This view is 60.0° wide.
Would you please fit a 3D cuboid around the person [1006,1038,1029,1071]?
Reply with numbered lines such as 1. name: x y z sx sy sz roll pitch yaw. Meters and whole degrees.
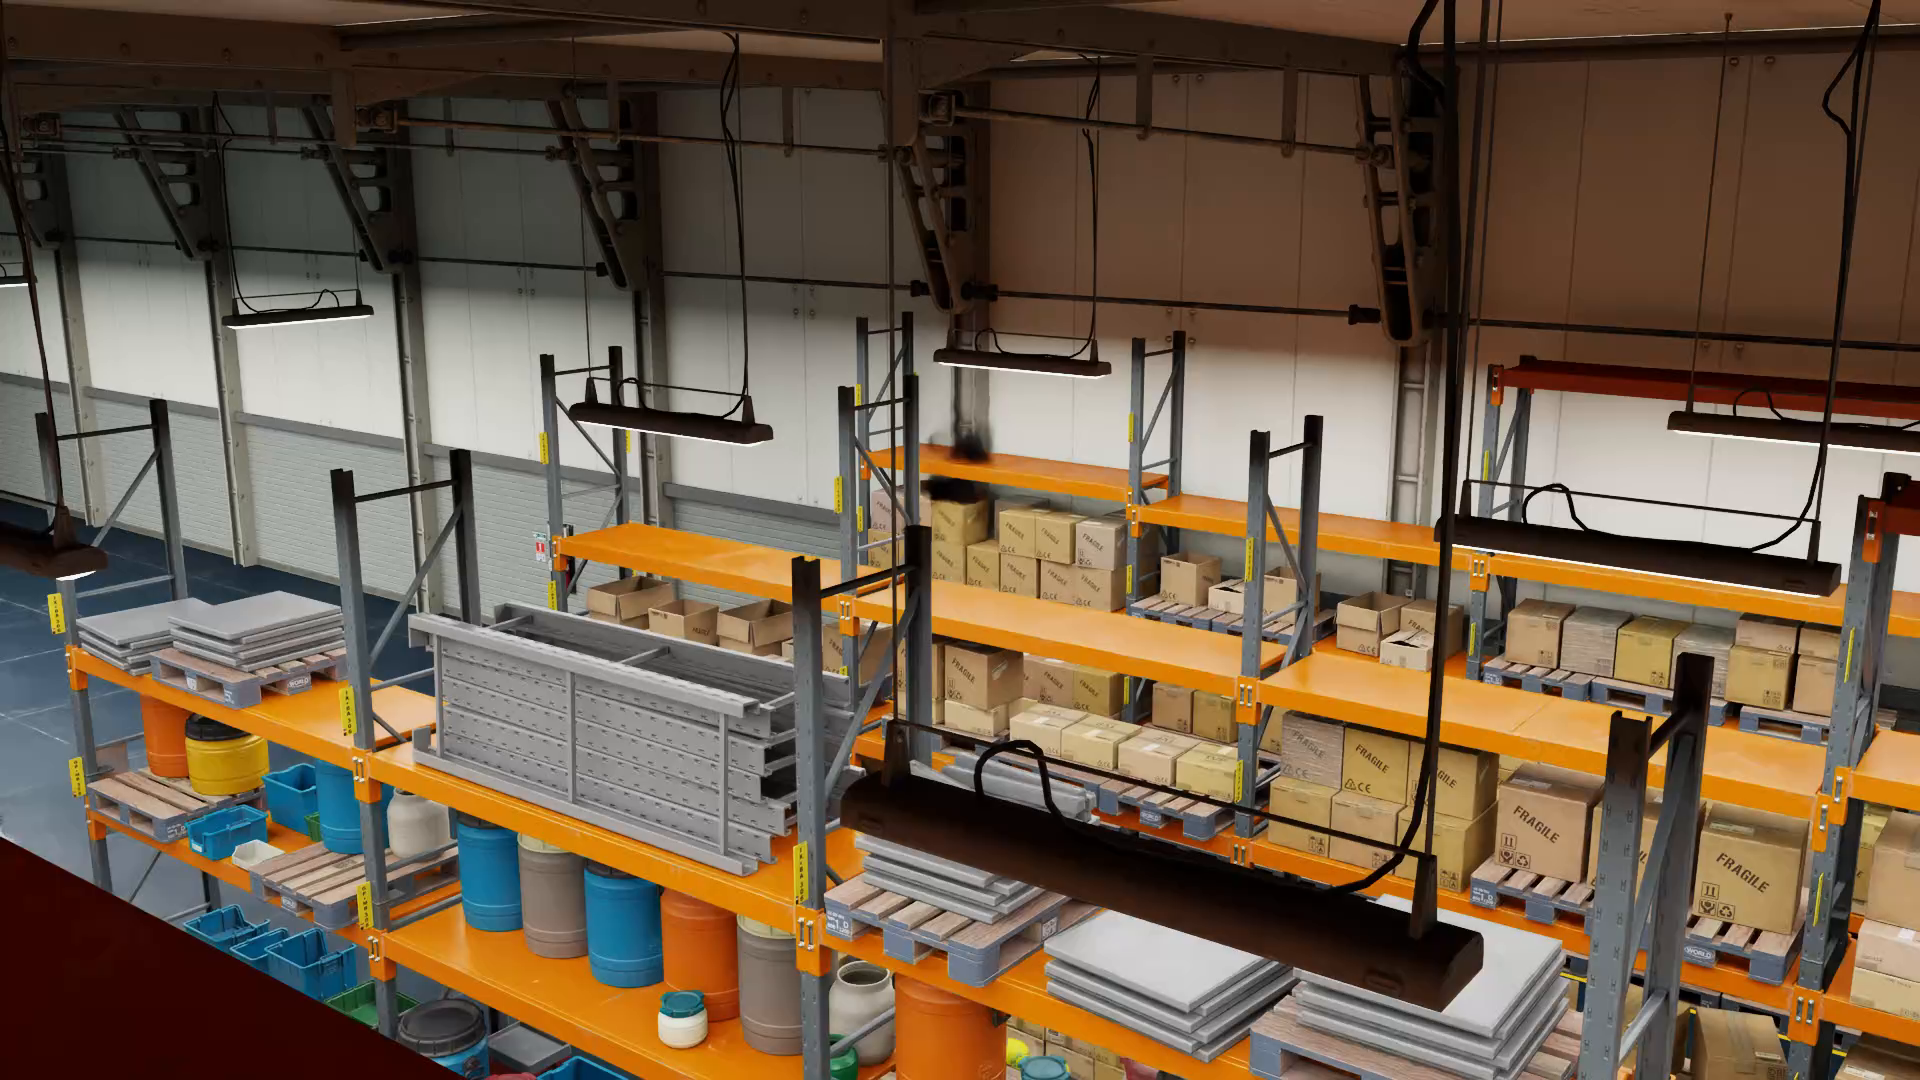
1. person: 0.351 4.454 12.181 0.728 1.801 0.670 6 14 24
